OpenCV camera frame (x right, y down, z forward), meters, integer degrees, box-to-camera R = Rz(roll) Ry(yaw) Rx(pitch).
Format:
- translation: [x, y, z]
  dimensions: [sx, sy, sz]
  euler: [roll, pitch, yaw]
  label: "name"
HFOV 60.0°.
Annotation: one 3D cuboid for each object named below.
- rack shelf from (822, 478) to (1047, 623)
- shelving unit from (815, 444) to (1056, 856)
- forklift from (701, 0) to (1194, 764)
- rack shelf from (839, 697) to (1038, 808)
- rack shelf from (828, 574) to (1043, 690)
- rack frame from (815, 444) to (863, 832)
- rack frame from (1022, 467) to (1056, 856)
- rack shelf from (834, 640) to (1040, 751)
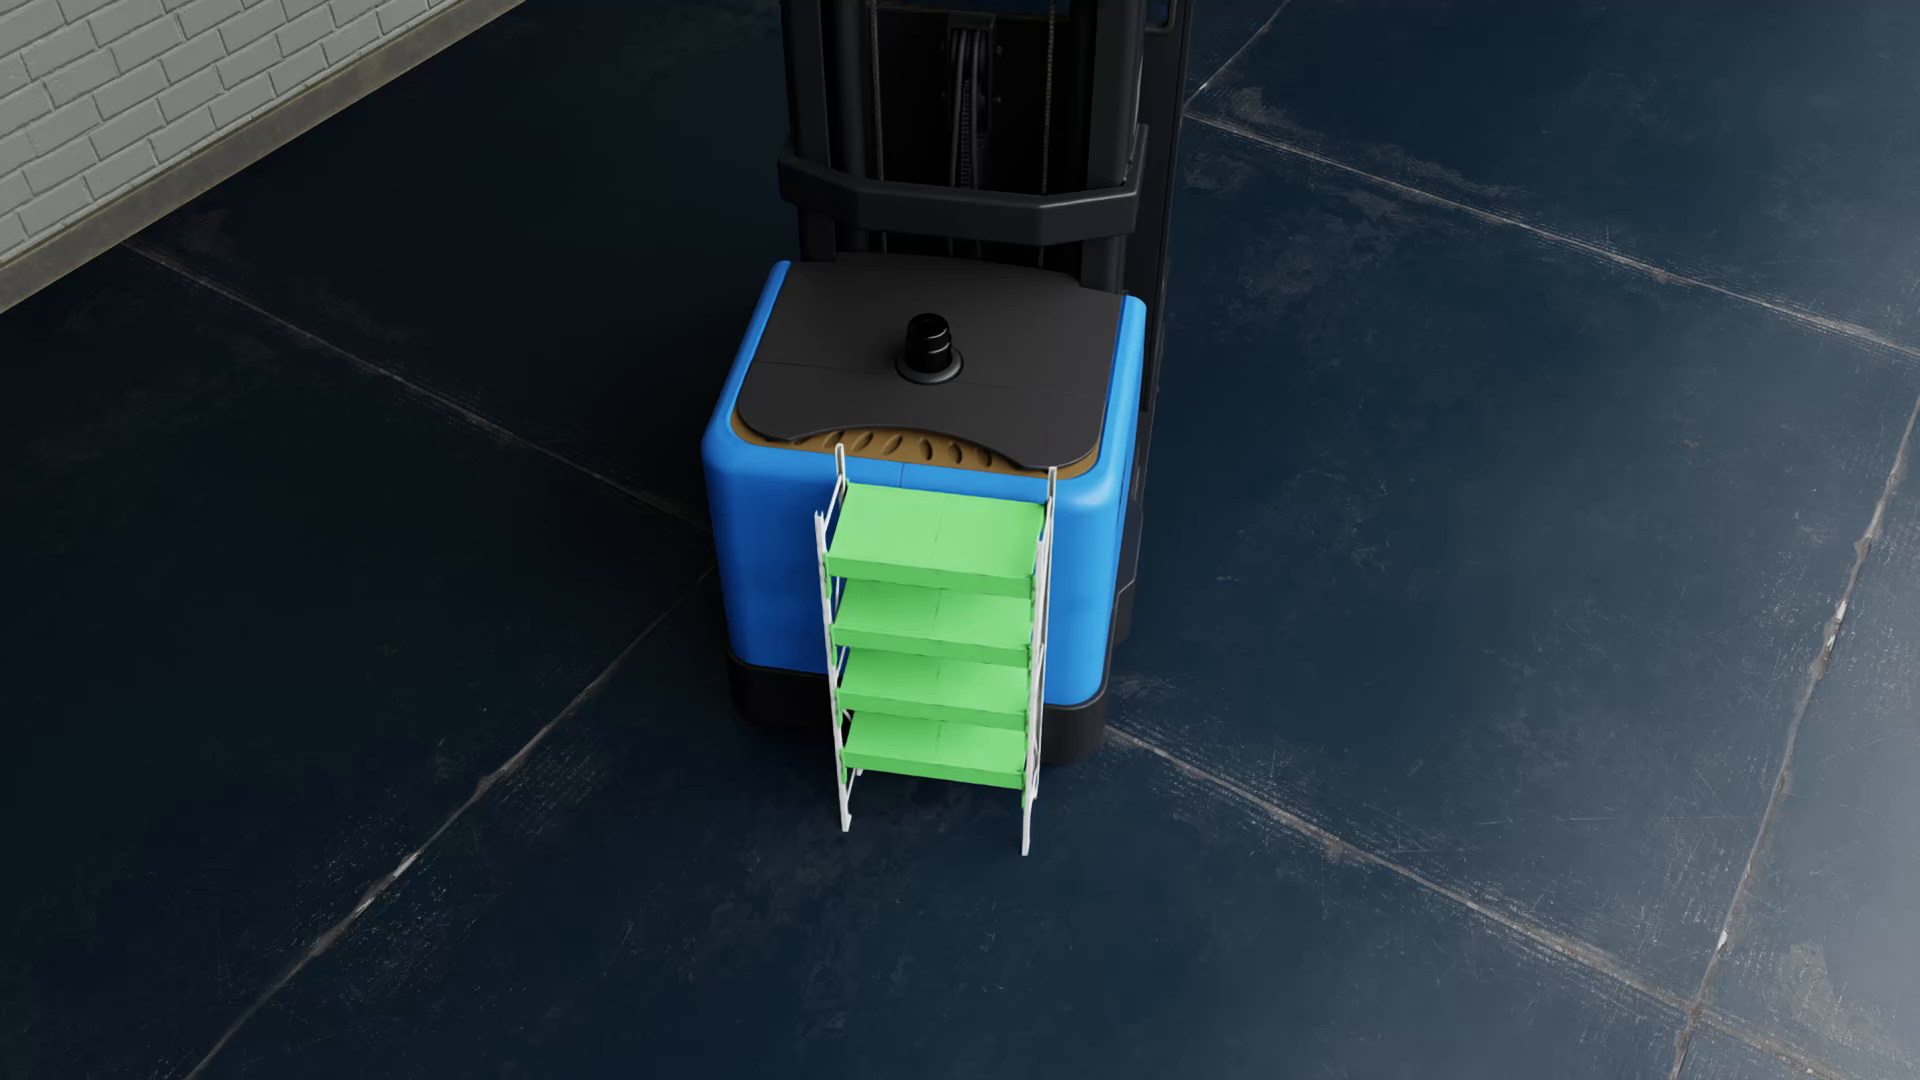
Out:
- translation: [-0.051, 0.021, 3.812]
  dimensions: [0.480, 0.148, 0.258]
  euler: [6, 46, 6]
  label: "rack shelf"
- translation: [-0.051, 0.311, 4.111]
  dimensions: [0.503, 1.200, 0.258]
  euler: [6, 46, 6]
  label: "shelving unit"
- translation: [0.107, -1.479, 4.644]
  dimensions: [1.130, 2.935, 3.031]
  euler: [7, 46, 7]
  label: "forklift"
- translation: [-0.051, 0.523, 4.329]
  dimensions: [0.480, 0.148, 0.258]
  euler: [6, 46, 6]
  label: "rack shelf"
- translation: [-0.051, 0.189, 3.984]
  dimensions: [0.480, 0.148, 0.258]
  euler: [6, 46, 6]
  label: "rack shelf"
- translation: [-0.292, 0.284, 4.137]
  dimensions: [0.015, 1.200, 0.240]
  euler: [6, 46, 6]
  label: "rack frame"
- translation: [0.190, 0.339, 4.084]
  dimensions: [0.015, 1.200, 0.240]
  euler: [6, 46, 6]
  label: "rack frame"
- translation: [-0.051, 0.356, 4.157]
  dimensions: [0.480, 0.148, 0.258]
  euler: [6, 46, 6]
  label: "rack shelf"
